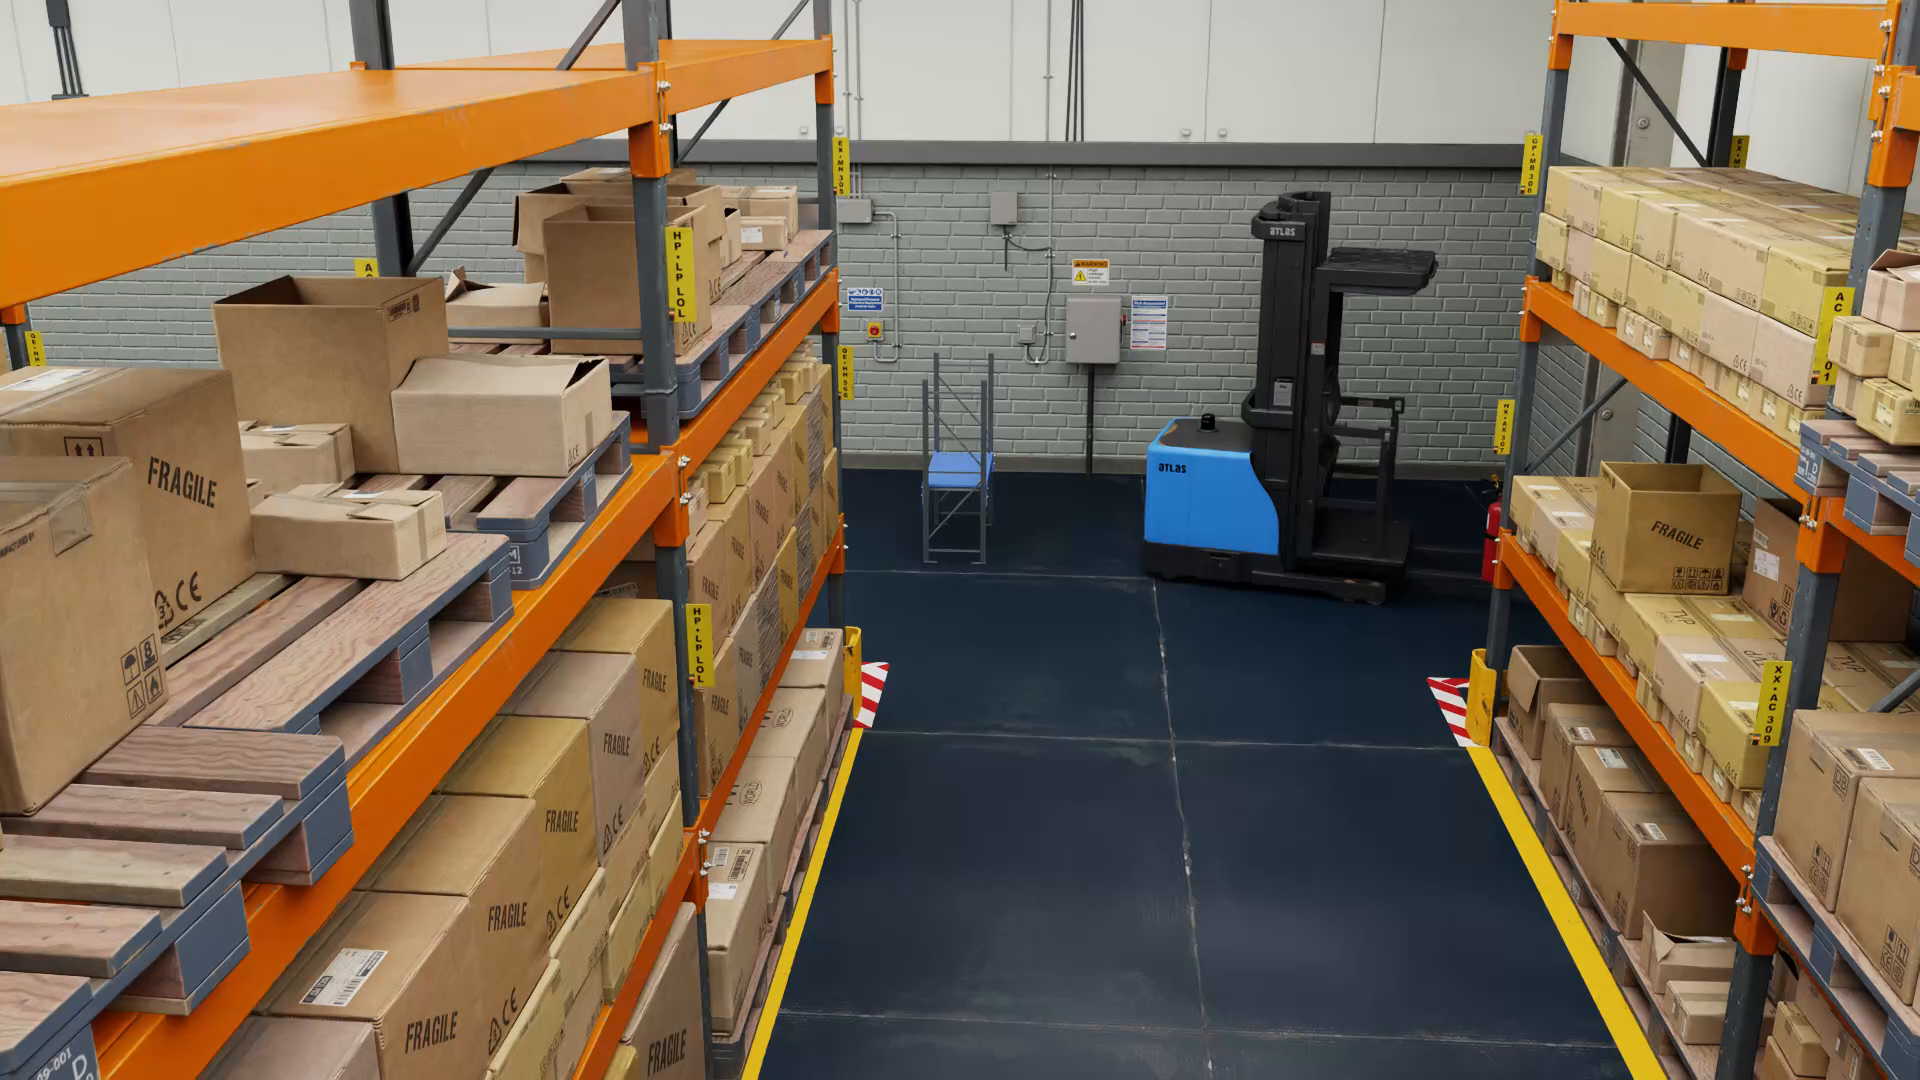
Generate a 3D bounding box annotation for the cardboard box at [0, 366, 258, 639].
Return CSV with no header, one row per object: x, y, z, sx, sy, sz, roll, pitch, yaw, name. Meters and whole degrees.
-1.960,-0.088,3.723,0.500,0.500,0.500,1,18,4,cardboard box

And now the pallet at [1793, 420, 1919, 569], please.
3.324,-0.130,4.986,1.213,0.211,1.003,1,18,4,pallet

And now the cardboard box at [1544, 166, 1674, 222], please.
3.446,-1.838,8.857,0.500,0.250,0.500,1,18,3,cardboard box

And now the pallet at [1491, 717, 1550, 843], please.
3.666,1.360,9.435,1.003,0.211,1.213,1,18,4,pallet

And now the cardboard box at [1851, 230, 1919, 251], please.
3.782,-1.036,6.412,0.500,0.250,0.500,1,18,2,cardboard box

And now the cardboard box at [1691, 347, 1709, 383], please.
3.292,-0.737,6.940,0.380,0.149,0.250,2,18,6,cardboard box

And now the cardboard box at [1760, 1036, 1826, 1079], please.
3.182,2.139,5.918,0.500,0.500,0.500,2,18,6,cardboard box

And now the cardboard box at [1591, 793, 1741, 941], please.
3.415,1.526,7.788,0.700,0.500,0.500,1,18,2,cardboard box

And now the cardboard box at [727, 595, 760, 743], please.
-1.175,0.552,7.260,0.500,0.500,0.500,1,18,4,cardboard box

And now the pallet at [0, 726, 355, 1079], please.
-1.803,0.601,2.757,1.213,0.211,1.003,2,18,6,pallet

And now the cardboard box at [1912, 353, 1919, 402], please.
2.974,-0.444,4.734,0.380,0.149,0.250,1,18,3,cardboard box

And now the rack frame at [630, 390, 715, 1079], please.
-1.510,0.896,6.372,1.000,3.000,0.127,1,18,4,rack frame

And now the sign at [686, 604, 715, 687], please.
-0.968,0.392,6.176,0.100,0.325,0.005,1,18,4,sign

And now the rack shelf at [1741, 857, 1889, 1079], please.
3.298,1.968,4.254,1.077,0.370,4.000,1,18,4,rack shelf

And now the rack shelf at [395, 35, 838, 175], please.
-1.367,-2.044,7.508,1.077,0.370,4.000,1,18,4,rack shelf

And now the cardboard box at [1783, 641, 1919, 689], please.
3.775,0.632,6.941,0.500,0.250,0.500,1,18,3,cardboard box

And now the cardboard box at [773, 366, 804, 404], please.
-1.037,-0.823,8.809,0.380,0.149,0.250,2,18,5,cardboard box

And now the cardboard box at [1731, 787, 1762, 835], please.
3.212,1.020,6.396,0.380,0.149,0.250,2,18,5,cardboard box

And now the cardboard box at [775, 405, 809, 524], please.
-1.067,-0.398,8.553,0.500,0.500,0.500,1,18,4,cardboard box

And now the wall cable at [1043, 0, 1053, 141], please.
-0.346,-4.953,14.586,2.355,3.000,0.029,1,18,4,wall cable

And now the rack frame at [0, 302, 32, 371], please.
-6.168,-0.426,10.405,1.000,3.000,0.127,1,18,4,rack frame

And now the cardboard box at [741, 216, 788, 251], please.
-1.116,-1.626,8.819,0.380,0.149,0.250,0,18,0,cardboard box

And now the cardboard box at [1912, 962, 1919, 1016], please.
2.959,1.293,4.702,0.396,0.266,0.258,2,18,7,cardboard box

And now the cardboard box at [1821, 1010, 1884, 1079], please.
3.179,1.731,5.642,0.380,0.149,0.250,0,18,1,cardboard box

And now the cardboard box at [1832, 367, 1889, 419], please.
3.023,-0.464,5.272,0.380,0.149,0.250,2,18,5,cardboard box

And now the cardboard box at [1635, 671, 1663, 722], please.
3.240,0.697,7.383,0.380,0.149,0.250,1,18,3,cardboard box

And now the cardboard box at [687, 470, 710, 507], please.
-1.250,-0.188,6.871,0.380,0.149,0.250,1,18,3,cardboard box

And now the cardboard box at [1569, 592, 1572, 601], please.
3.382,0.301,8.592,0.380,0.149,0.250,2,18,5,cardboard box

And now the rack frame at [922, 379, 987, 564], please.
-0.043,-0.528,13.127,0.500,1.500,0.032,1,18,4,rack frame

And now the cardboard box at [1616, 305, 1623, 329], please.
3.357,-1.053,7.906,0.380,0.149,0.250,1,18,3,cardboard box

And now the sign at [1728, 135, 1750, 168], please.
4.280,-2.064,9.167,0.100,0.325,0.005,1,18,4,sign

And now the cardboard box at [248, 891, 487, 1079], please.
-1.439,1.153,3.820,0.500,0.500,0.500,2,18,5,cardboard box

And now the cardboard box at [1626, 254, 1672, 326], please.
3.345,-1.123,7.477,0.500,0.250,0.500,1,18,3,cardboard box

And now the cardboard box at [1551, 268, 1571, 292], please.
3.473,-1.449,9.114,0.380,0.149,0.250,2,18,5,cardboard box

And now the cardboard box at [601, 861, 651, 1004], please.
-1.328,1.270,5.470,0.500,0.250,0.500,1,18,3,cardboard box

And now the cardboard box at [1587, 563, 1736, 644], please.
3.342,0.301,7.949,0.500,0.250,0.500,1,18,2,cardboard box

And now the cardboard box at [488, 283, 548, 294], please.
-1.764,-0.945,6.741,0.380,0.149,0.250,2,18,5,cardboard box

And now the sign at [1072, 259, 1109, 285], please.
1.202,-2.464,15.300,0.339,0.242,0.001,1,18,4,sign

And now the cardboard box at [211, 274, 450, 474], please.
-1.862,-0.509,5.008,0.500,0.500,0.500,1,18,3,cardboard box

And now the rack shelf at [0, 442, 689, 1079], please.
-1.653,0.433,4.121,1.077,0.370,4.000,1,18,4,rack shelf

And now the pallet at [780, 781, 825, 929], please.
-1.293,1.607,8.681,1.003,0.211,1.213,1,18,4,pallet

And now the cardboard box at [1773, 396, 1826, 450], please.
3.172,-0.419,5.970,0.380,0.149,0.250,1,18,4,cardboard box

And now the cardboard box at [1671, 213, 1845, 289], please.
3.310,-1.205,6.926,0.500,0.250,0.500,2,18,5,cardboard box

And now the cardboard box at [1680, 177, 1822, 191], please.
3.937,-1.664,8.328,0.500,0.250,0.500,1,18,2,cardboard box

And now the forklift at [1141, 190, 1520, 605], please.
2.995,-1.092,12.549,3.031,2.935,1.130,6,19,17,forklift

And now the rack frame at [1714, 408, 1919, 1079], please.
3.441,1.005,6.037,1.000,3.000,0.127,1,18,4,rack frame

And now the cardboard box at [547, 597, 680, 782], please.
-1.292,0.517,5.760,0.500,0.500,0.500,2,18,6,cardboard box

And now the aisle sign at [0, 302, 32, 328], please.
-5.863,-1.677,10.049,0.394,0.787,0.004,1,18,4,aisle sign

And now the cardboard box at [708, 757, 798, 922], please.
-1.294,1.443,8.142,0.875,0.438,0.875,1,18,2,cardboard box

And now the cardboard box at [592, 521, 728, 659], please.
-1.234,0.231,6.636,0.500,0.500,0.500,1,18,4,cardboard box

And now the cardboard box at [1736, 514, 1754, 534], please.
3.922,0.002,8.863,0.500,0.250,0.500,1,18,4,cardboard box

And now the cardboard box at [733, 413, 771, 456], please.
-1.101,-0.500,7.824,0.380,0.149,0.250,1,18,4,cardboard box

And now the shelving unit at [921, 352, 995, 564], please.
-0.006,-0.686,13.609,0.538,1.500,1.048,1,18,4,shelving unit

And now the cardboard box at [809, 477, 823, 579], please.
-1.045,-0.083,9.198,0.500,0.500,0.500,1,18,3,cardboard box

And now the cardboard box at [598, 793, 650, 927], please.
-1.327,1.027,5.409,0.500,0.250,0.500,2,18,5,cardboard box

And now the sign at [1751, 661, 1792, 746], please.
2.899,0.584,5.932,0.100,0.325,0.005,1,18,4,sign
